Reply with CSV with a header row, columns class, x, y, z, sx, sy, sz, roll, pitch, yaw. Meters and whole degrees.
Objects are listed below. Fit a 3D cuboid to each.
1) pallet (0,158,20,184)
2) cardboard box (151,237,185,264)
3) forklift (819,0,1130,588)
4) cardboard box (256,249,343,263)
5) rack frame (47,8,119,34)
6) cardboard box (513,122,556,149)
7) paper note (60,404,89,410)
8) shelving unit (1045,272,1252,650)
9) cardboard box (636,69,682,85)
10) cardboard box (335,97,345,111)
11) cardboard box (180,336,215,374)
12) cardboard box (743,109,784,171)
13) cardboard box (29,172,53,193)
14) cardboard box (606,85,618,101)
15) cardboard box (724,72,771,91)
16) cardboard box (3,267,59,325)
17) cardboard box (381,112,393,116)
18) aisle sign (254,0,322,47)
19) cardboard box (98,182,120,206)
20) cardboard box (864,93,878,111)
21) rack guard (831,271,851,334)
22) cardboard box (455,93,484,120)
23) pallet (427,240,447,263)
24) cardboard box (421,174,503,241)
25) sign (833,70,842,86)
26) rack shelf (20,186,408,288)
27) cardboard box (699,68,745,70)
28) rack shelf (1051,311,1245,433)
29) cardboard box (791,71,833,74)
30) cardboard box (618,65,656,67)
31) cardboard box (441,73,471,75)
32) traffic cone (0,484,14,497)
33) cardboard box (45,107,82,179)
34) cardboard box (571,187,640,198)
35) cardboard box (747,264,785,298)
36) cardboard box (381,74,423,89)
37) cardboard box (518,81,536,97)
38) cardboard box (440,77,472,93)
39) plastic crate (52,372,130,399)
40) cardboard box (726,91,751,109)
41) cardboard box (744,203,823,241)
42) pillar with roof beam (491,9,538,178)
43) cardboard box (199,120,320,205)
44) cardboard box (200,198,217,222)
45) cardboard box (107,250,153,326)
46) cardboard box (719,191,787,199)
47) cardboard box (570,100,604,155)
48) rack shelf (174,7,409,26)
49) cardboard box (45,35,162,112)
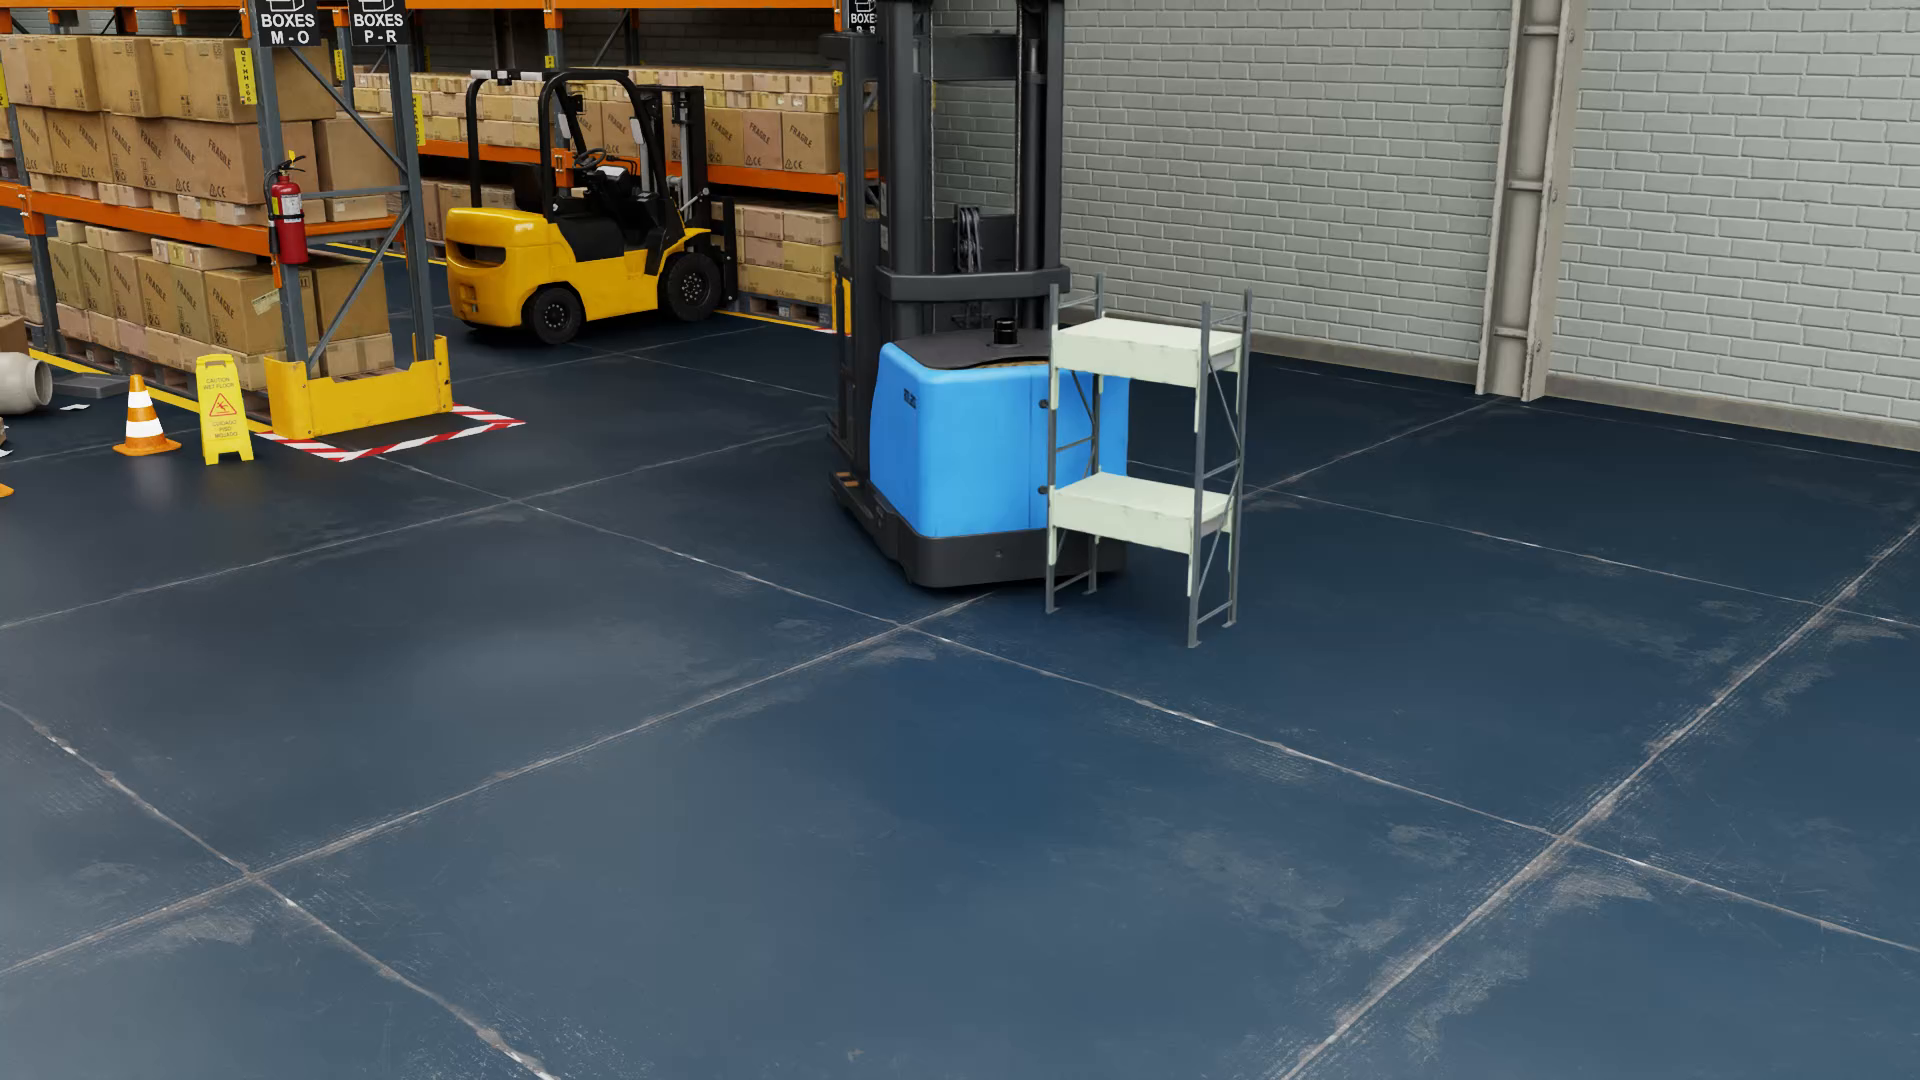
class,x,y,z,sx,sy,sz,roll,pitch,yaw
pallet,-7.385,-3.110,13.769,1.213,0.211,1.003,15,23,39
cardboard box,-5.391,-2.033,11.598,0.250,0.149,0.380,16,24,42
forklift,-0.098,-1.585,8.759,1.130,2.935,3.031,-5,18,-15
cardboard box,-4.750,-1.792,11.911,0.500,0.500,0.500,14,22,37
rack frame,-12.593,-6.548,24.286,0.127,3.000,1.000,15,23,39
cardboard box,-4.168,-4.109,16.849,0.500,0.250,0.500,16,23,40
paper note,-6.100,-0.924,11.471,0.148,0.019,0.142,7,19,21
shelving unit,0.808,-0.361,7.266,0.755,1.500,0.431,12,22,34
cardboard box,-2.788,-4.304,15.485,0.250,0.149,0.380,15,23,38
cardboard box,-7.355,-5.067,19.341,0.250,0.149,0.380,16,23,40
cardboard box,-5.083,-1.309,11.628,0.500,0.250,0.500,15,23,39
cardboard box,-1.550,-3.529,14.607,0.500,0.500,0.500,16,24,41
cardboard box,-6.887,-2.759,12.763,0.250,0.149,0.380,15,23,39
cardboard box,-3.146,-4.274,15.884,0.250,0.149,0.380,15,23,39
cardboard box,-1.858,-4.041,14.658,0.250,0.149,0.380,16,23,41
cardboard box,-7.304,-2.067,13.817,0.625,0.372,0.950,15,23,40
cardboard box,-6.067,-4.624,18.471,0.500,0.250,0.500,14,23,38
aisle sign,-4.064,-3.373,9.983,0.004,0.787,0.394,15,23,39
cardboard box,-5.936,-2.500,11.947,0.250,0.149,0.380,15,23,40
cardboard box,-0.707,-3.819,14.450,0.250,0.149,0.380,14,23,38
rack guard,-0.608,-2.139,14.526,0.348,0.500,1.175,15,23,39
cardboard box,-4.923,-4.552,17.417,0.500,0.250,0.500,16,23,40
pallet,-5.111,-3.194,18.326,1.213,0.211,1.003,15,23,39
cardboard box,-5.658,-3.752,18.708,0.625,0.625,0.875,16,24,41
sign,-0.996,-3.880,13.574,0.005,0.325,0.100,15,23,39
rack shelf,-5.414,-2.270,11.996,4.000,0.370,1.077,15,23,39
cardboard box,-2.242,-4.377,15.716,0.250,0.149,0.380,15,23,39
rack shelf,0.806,-0.733,7.147,0.720,0.370,0.431,12,22,34
cardboard box,-1.291,-4.113,14.884,0.250,0.149,0.380,15,23,40
cardboard box,-3.178,-4.642,16.549,0.250,0.149,0.380,15,23,39
cardboard box,-5.579,-5.153,18.651,0.250,0.149,0.380,14,23,38
traffic cone,-5.578,-0.478,9.352,0.334,0.463,0.336,15,23,39
cardboard box,-6.375,-2.957,12.315,0.500,0.500,0.500,15,23,39
cardboard box,-3.464,-3.337,16.365,0.500,0.250,0.500,15,23,38
cardboard box,-1.553,-2.350,14.909,0.500,0.250,0.500,15,23,39
cardboard box,-6.157,-5.069,18.387,0.250,0.149,0.380,16,24,41
cardboard box,-4.226,-4.562,16.789,0.250,0.149,0.380,15,23,38
cardboard box,-5.246,-4.799,17.538,0.250,0.149,0.380,14,23,38
plastic crate,-6.280,-1.123,12.017,0.583,0.080,0.402,7,19,21
cardboard box,-1.844,-3.904,14.718,0.250,0.149,0.380,14,22,38
cardboard box,-1.563,-2.825,14.752,0.500,0.250,0.500,16,23,40
pillar with roof beam,-7.894,-6.769,15.066,0.400,9.000,9.100,15,23,39
cardboard box,-4.507,-2.448,10.709,0.500,0.500,0.500,15,23,38
cardboard box,-4.780,-2.201,11.003,0.250,0.149,0.380,15,23,38
cardboard box,-5.853,-1.873,12.167,0.500,0.500,0.500,17,24,42
cardboard box,-1.981,-3.148,15.770,0.500,0.250,0.500,14,23,38
cardboard box,-3.459,-4.038,16.212,0.500,0.500,0.500,14,22,38
rack shelf,-8.105,-6.430,20.145,4.000,0.370,1.077,15,23,39
cardboard box,-5.999,-3.329,11.833,0.500,0.500,0.700,14,23,38
